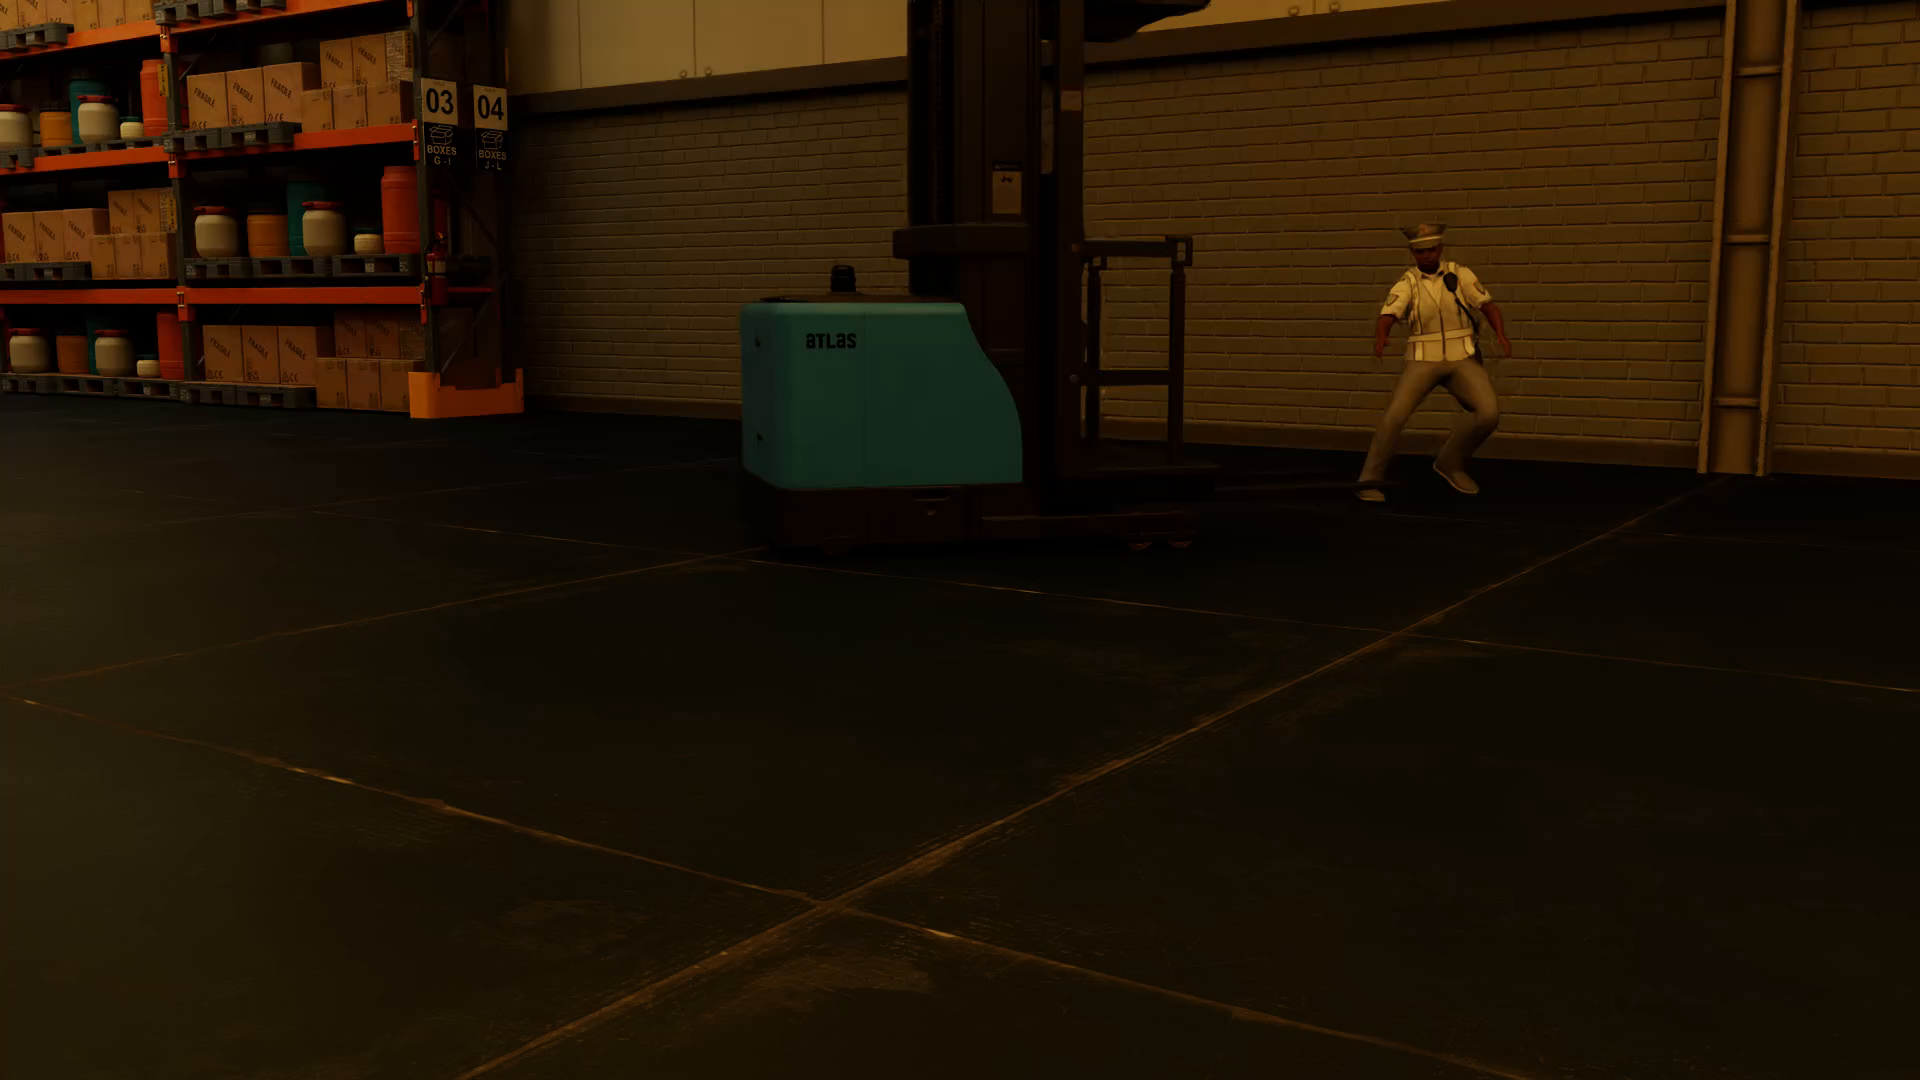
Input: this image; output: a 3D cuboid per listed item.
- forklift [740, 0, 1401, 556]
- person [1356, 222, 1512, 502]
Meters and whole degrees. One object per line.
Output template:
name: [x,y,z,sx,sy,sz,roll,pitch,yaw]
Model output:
forklift: [0.551,-1.479,7.591,3.031,2.935,1.130,-2,8,-17]
person: [2.564,-0.961,8.994,0.771,1.505,0.678,1,8,9]
